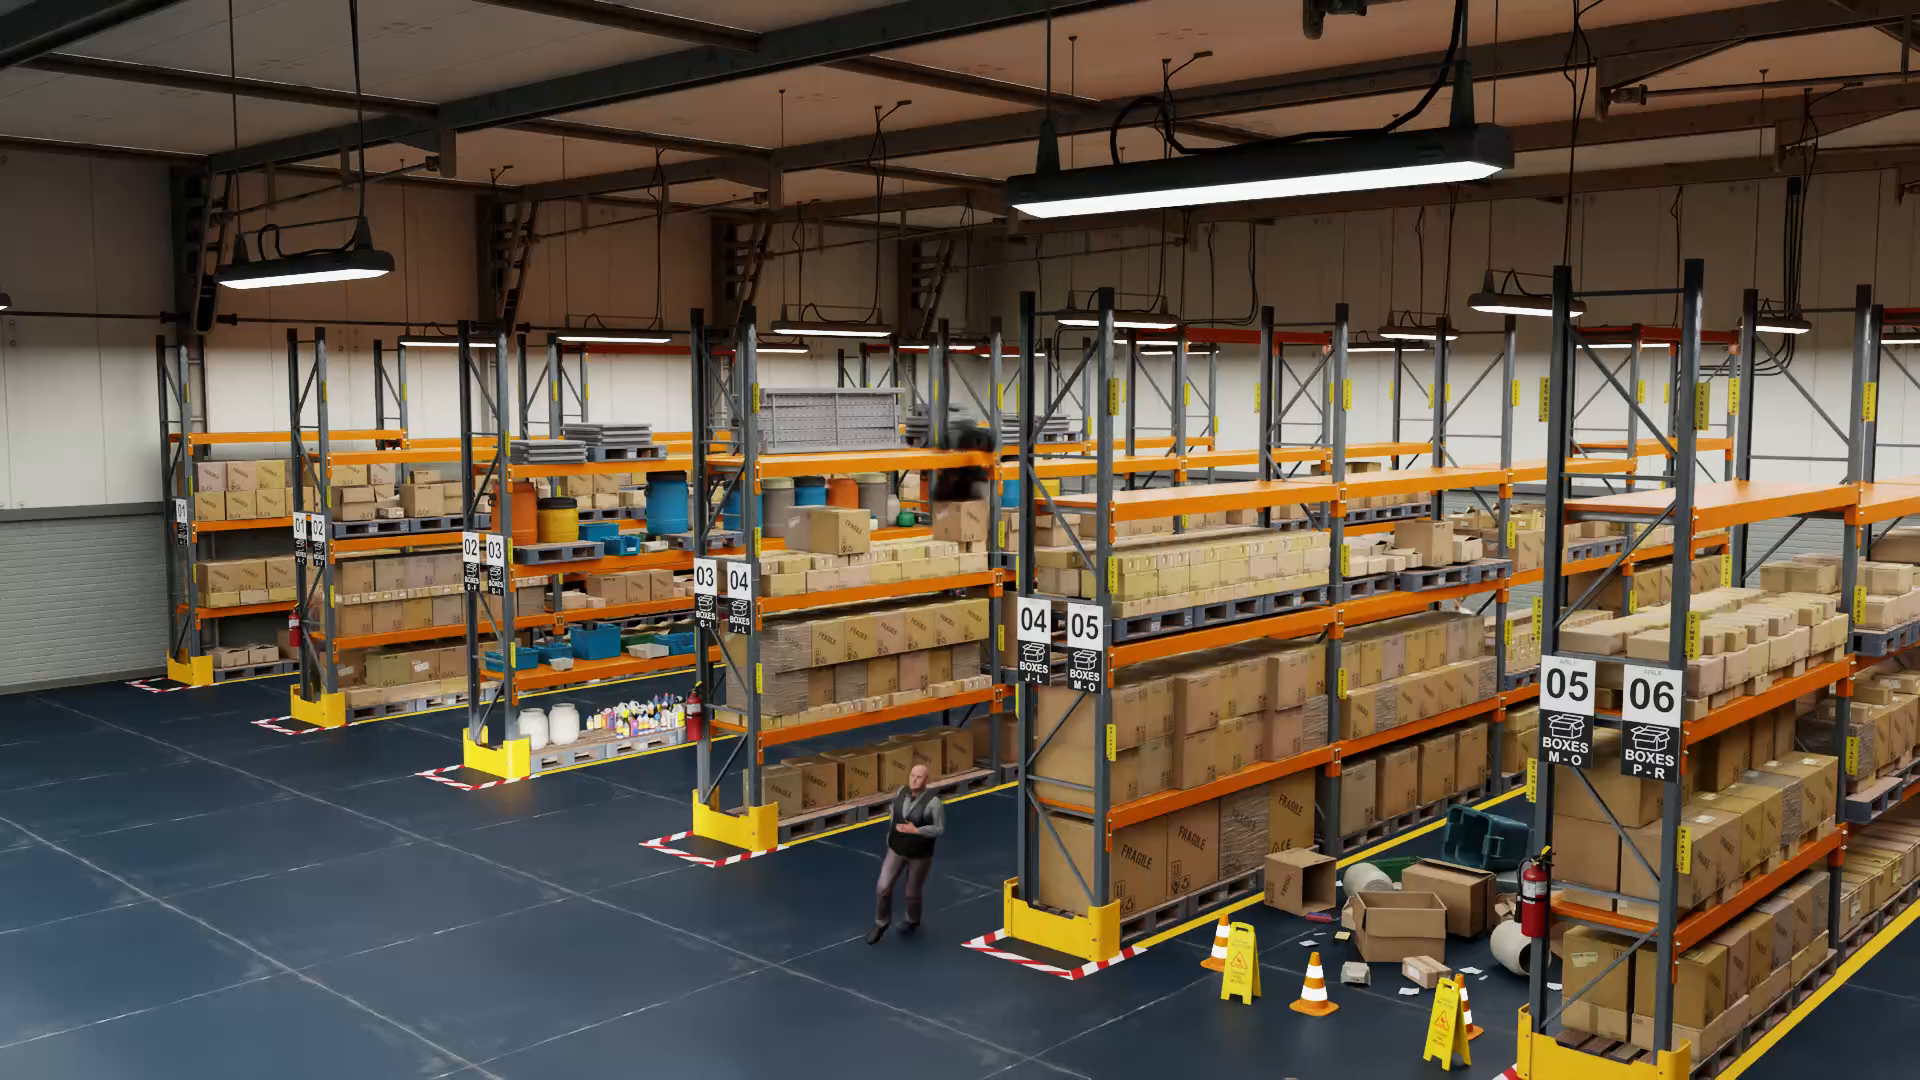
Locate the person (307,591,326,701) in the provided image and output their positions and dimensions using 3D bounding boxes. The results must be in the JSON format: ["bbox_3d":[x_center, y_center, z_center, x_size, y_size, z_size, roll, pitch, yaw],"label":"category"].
[{"bbox_3d":[-10.499,1.736,27.125,0.703,1.836,0.829,4,7,36],"label":"person"}]

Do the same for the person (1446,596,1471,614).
[{"bbox_3d":[8.410,1.707,28.097,0.623,1.696,0.784,4,7,40],"label":"person"}]

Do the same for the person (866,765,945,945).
[{"bbox_3d":[-0.451,2.879,15.359,0.716,1.664,0.746,2,6,20],"label":"person"}]
